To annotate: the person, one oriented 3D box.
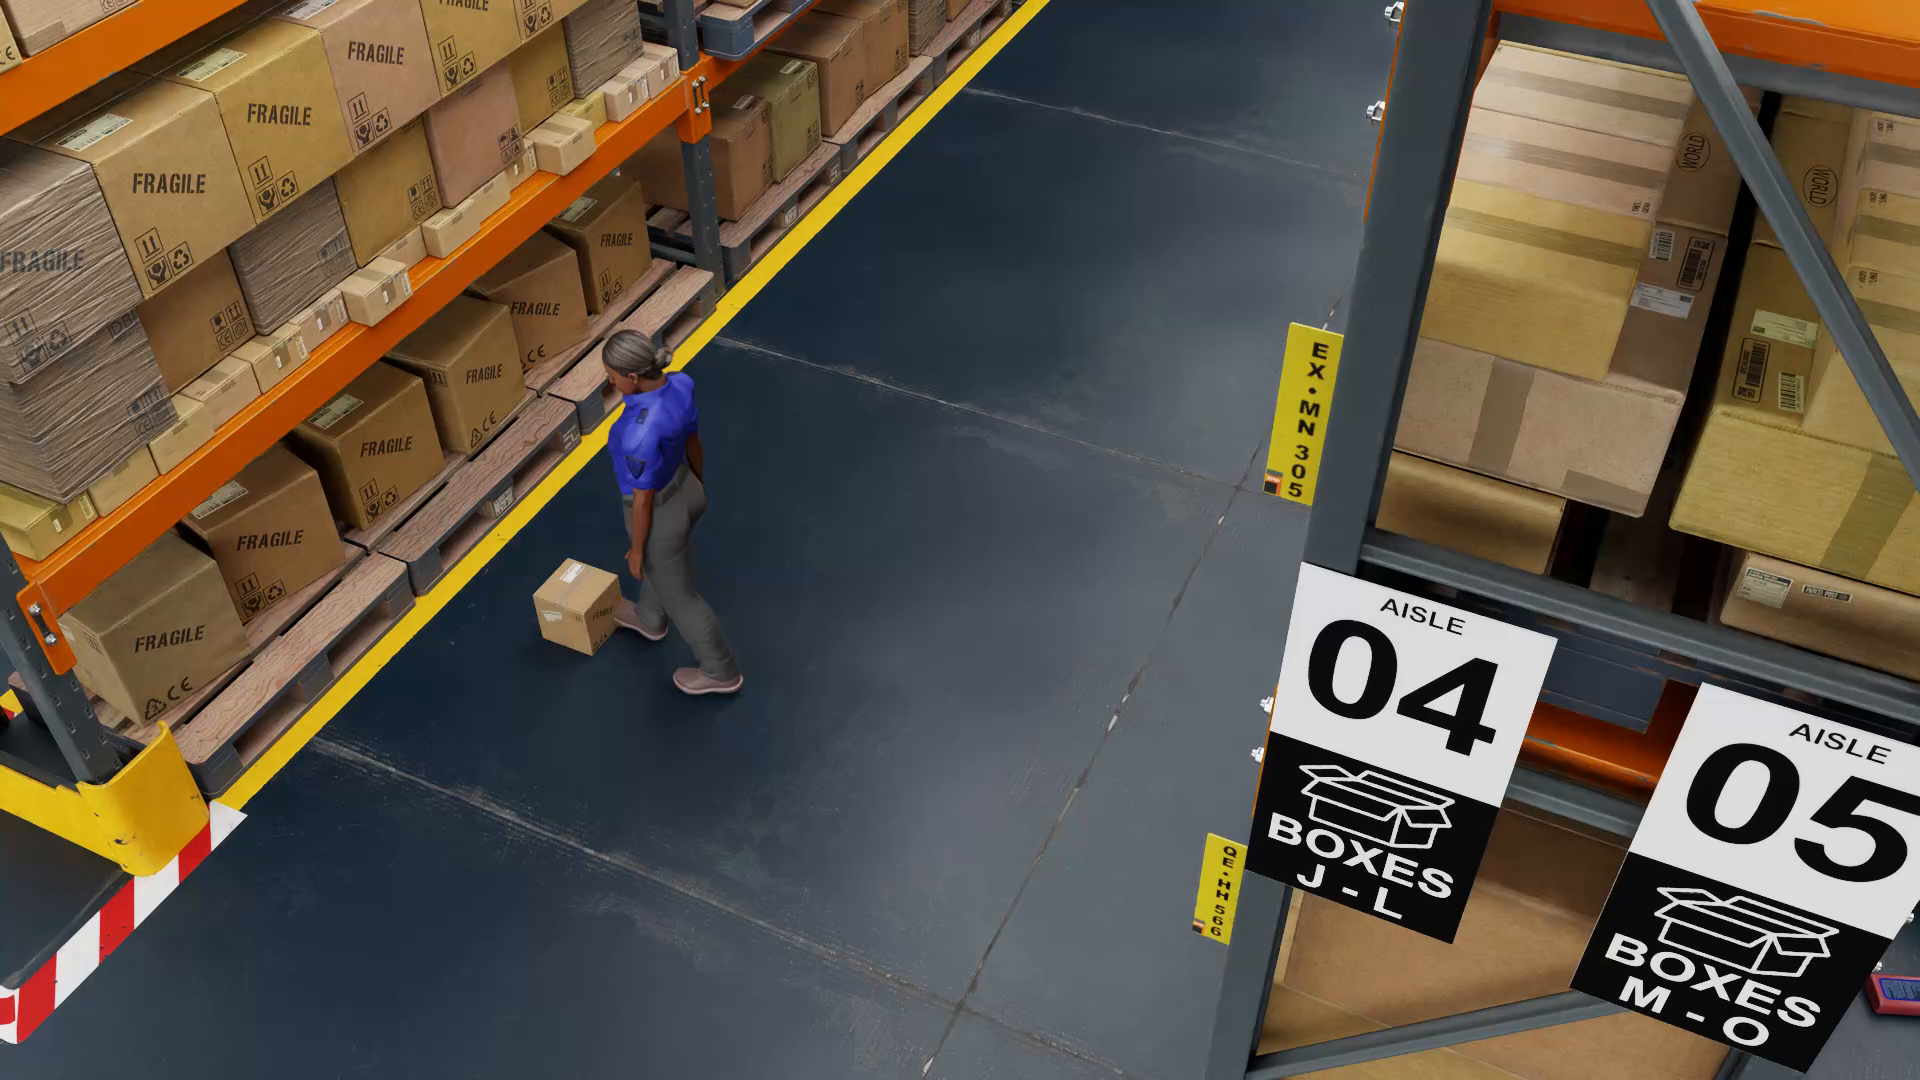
[{"bbox_3d":[-1.122,-0.123,6.248,0.561,1.575,0.484,13,44,13],"label":"person"}]
